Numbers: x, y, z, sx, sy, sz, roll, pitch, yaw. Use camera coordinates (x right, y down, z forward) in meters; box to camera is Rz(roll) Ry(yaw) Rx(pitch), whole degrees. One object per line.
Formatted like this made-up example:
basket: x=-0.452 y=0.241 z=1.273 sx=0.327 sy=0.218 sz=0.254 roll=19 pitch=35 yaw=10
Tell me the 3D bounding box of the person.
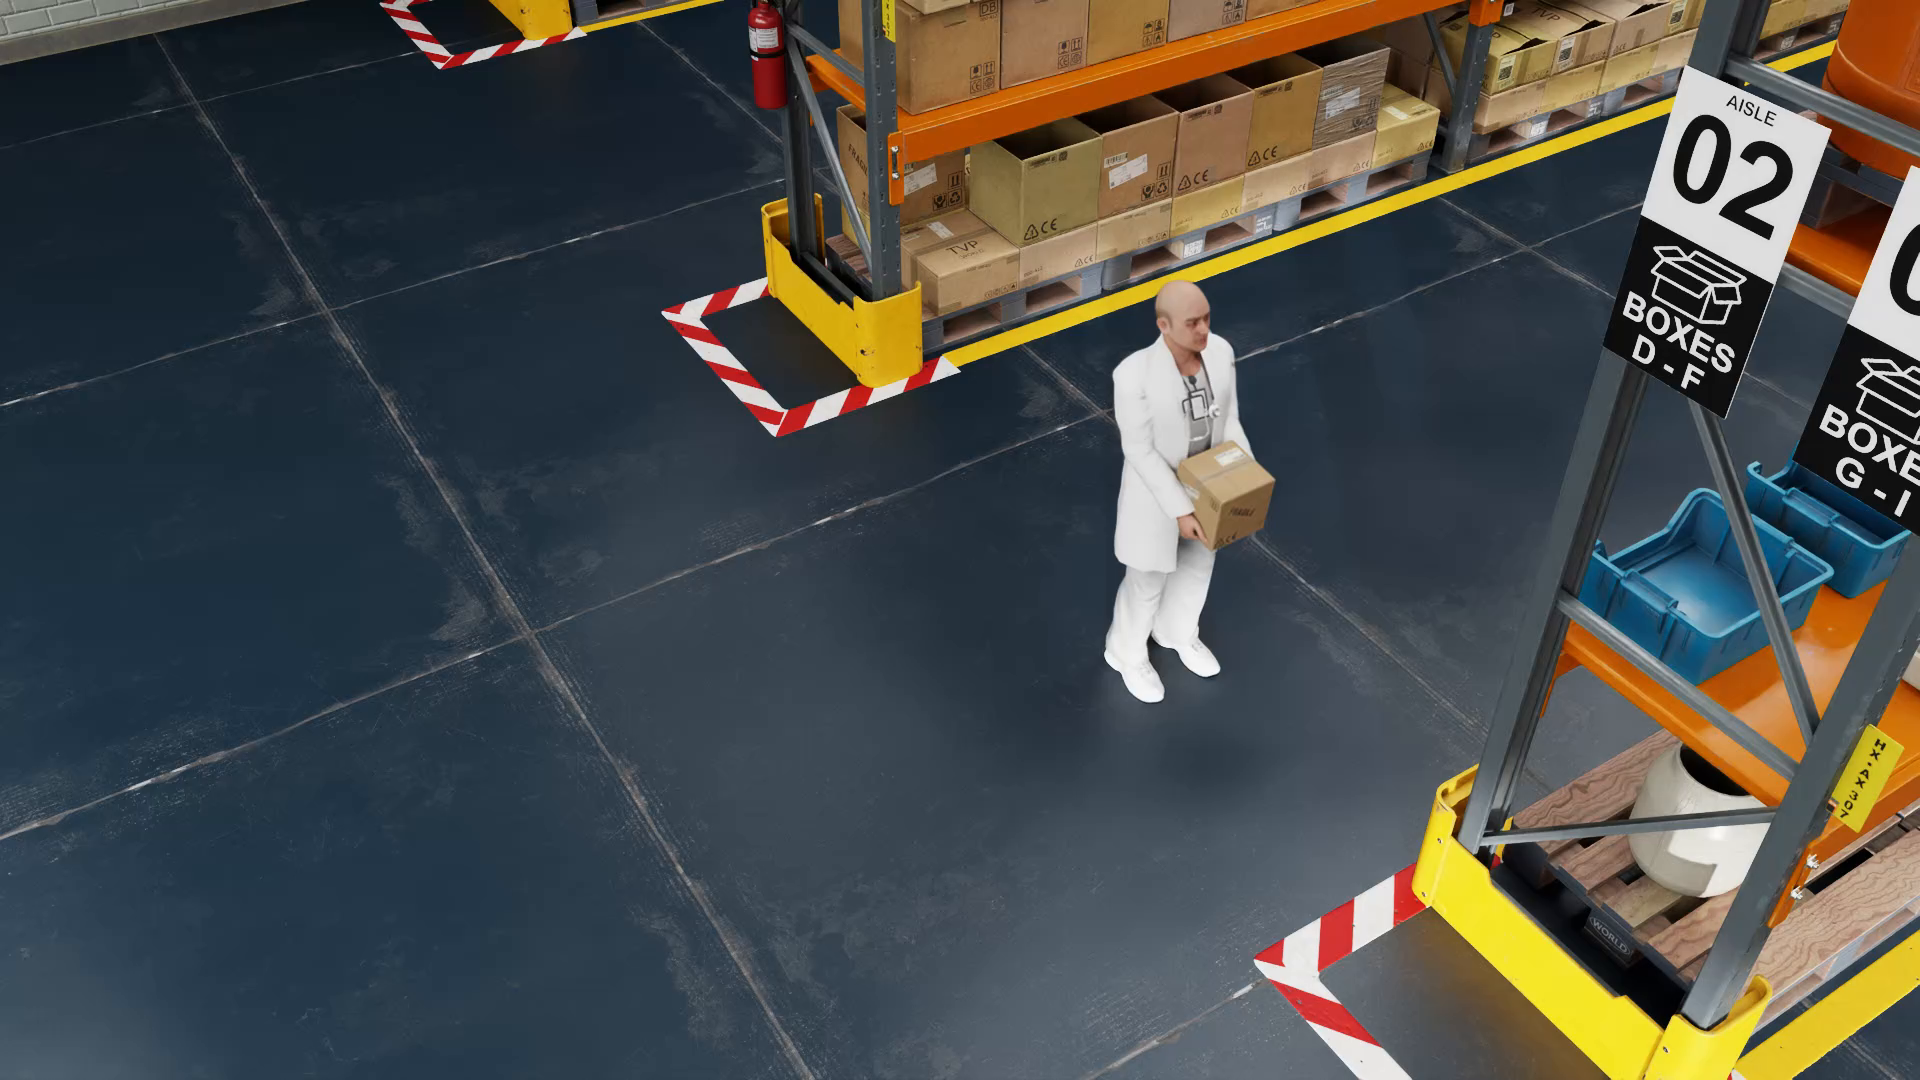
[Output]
person: x=0.868 y=-0.127 z=6.321 sx=0.530 sy=1.771 sz=0.553 roll=-22 pitch=45 yaw=-24
